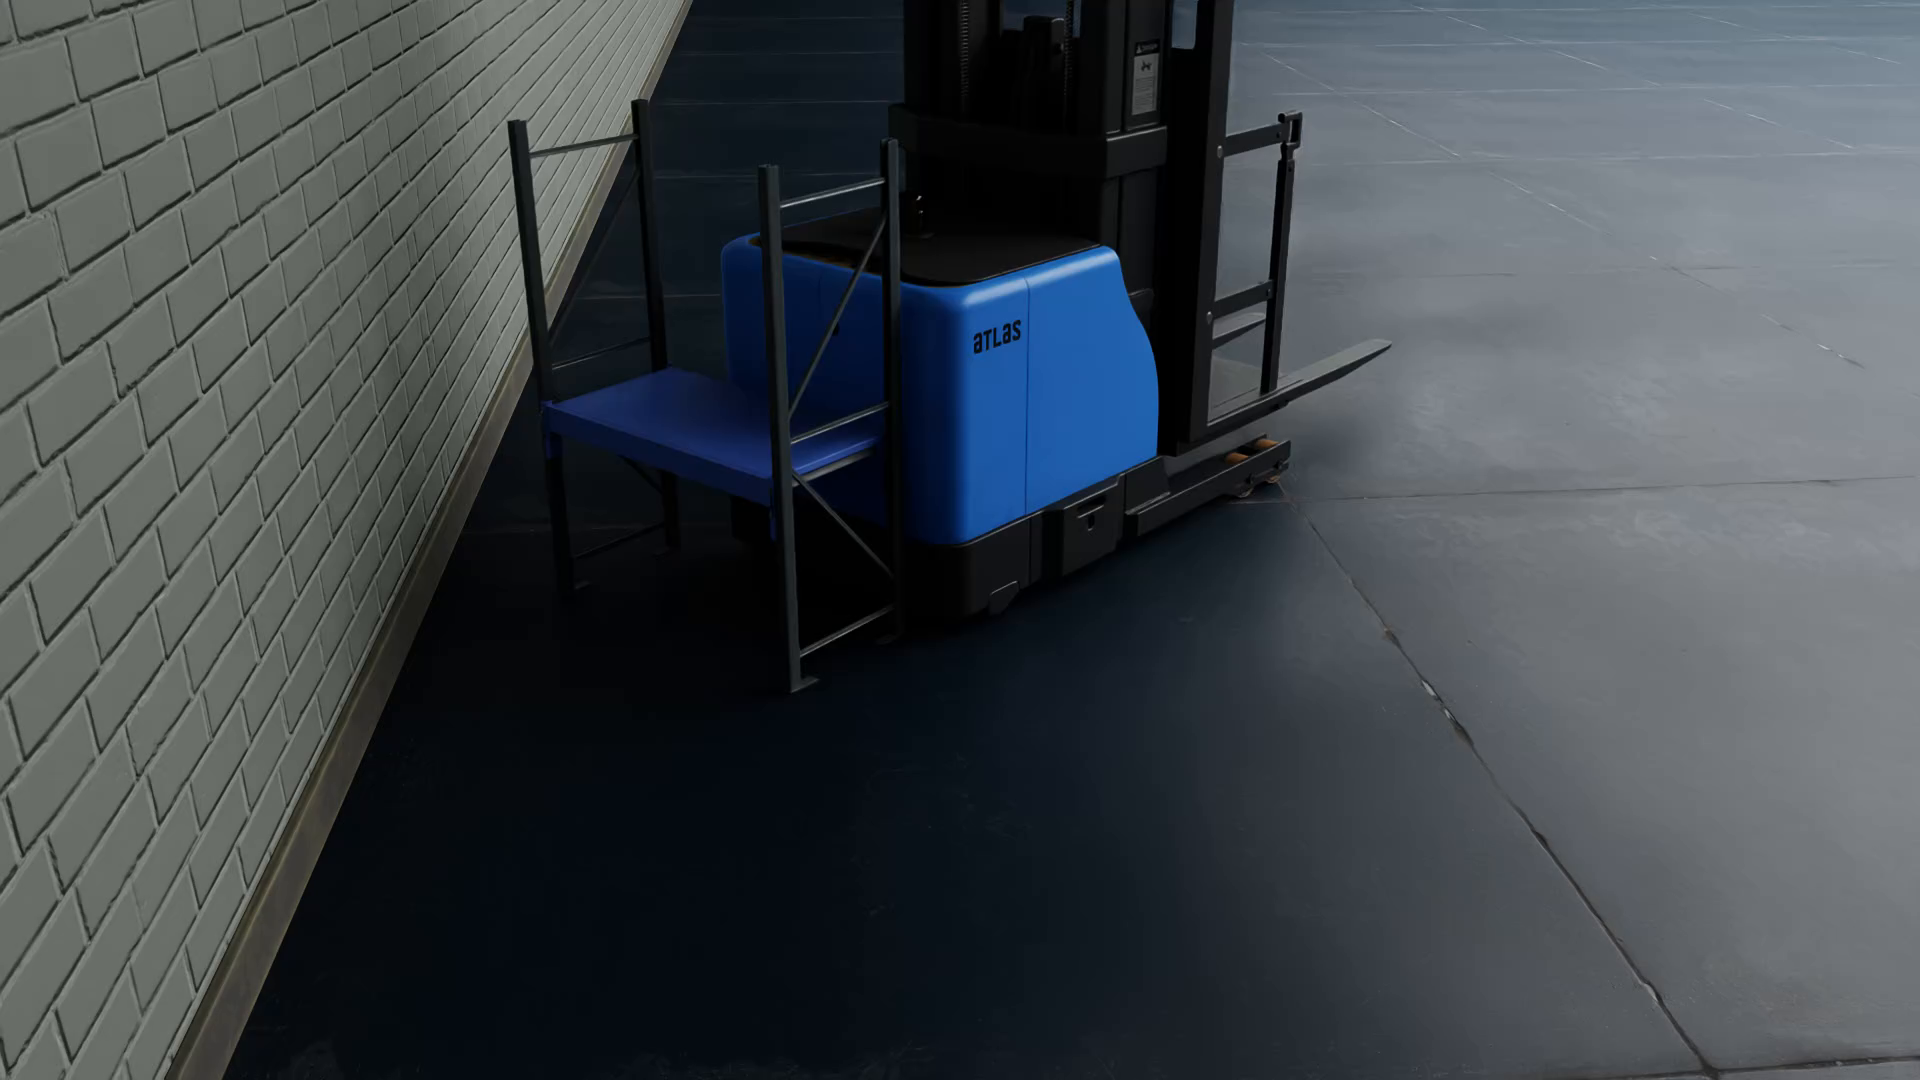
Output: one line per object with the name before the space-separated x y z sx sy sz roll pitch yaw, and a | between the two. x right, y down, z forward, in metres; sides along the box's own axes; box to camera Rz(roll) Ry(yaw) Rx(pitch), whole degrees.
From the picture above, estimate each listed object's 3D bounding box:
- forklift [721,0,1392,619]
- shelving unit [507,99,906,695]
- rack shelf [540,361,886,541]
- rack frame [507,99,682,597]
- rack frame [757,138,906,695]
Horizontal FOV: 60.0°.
forklift | 0.588 -1.614 5.774 1.130 2.935 3.031 20 31 38
shelving unit | -0.730 -0.455 4.927 1.048 1.500 0.538 18 30 35
rack shelf | -0.730 -0.290 5.000 1.000 0.185 0.538 18 30 35
rack frame | -1.123 -0.586 5.221 0.032 1.500 0.500 18 30 35
rack frame | -0.337 -0.324 4.632 0.032 1.500 0.500 18 30 35
